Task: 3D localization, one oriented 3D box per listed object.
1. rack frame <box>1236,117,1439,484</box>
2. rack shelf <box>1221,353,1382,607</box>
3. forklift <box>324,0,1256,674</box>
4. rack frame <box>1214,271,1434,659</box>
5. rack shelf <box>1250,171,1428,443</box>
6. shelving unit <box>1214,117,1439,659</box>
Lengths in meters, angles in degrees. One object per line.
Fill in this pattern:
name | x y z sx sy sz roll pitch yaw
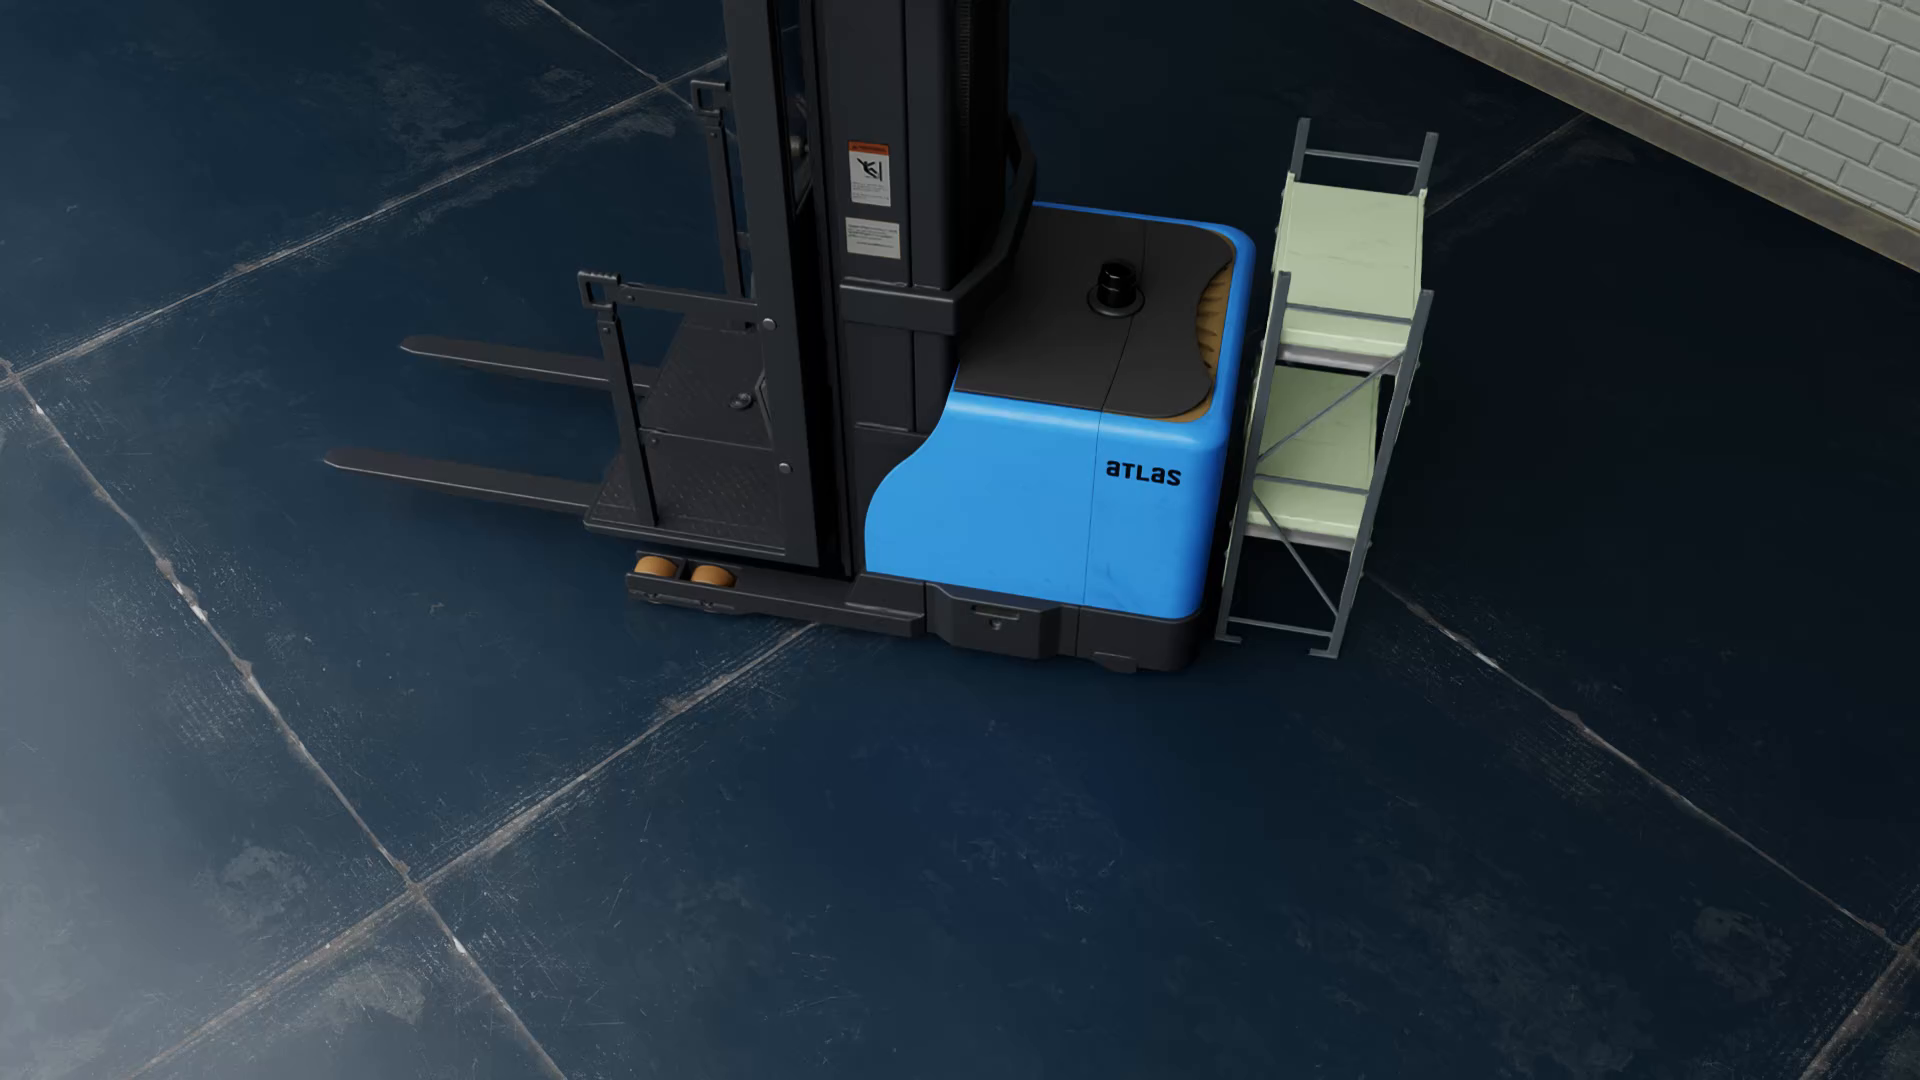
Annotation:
rack frame | 1.181 -0.686 5.363 0.400 1.500 0.023 9 48 8
rack shelf | 1.105 -0.202 5.359 0.431 0.370 0.720 9 48 8
forklift | -0.633 -1.122 4.791 3.031 2.935 1.130 9 48 8
rack frame | 1.030 -0.160 4.877 0.400 1.500 0.023 9 48 8
rack shelf | 1.105 -0.688 4.833 0.431 0.370 0.720 9 48 8
shelving unit | 1.105 -0.423 5.120 0.431 1.500 0.755 9 48 8
